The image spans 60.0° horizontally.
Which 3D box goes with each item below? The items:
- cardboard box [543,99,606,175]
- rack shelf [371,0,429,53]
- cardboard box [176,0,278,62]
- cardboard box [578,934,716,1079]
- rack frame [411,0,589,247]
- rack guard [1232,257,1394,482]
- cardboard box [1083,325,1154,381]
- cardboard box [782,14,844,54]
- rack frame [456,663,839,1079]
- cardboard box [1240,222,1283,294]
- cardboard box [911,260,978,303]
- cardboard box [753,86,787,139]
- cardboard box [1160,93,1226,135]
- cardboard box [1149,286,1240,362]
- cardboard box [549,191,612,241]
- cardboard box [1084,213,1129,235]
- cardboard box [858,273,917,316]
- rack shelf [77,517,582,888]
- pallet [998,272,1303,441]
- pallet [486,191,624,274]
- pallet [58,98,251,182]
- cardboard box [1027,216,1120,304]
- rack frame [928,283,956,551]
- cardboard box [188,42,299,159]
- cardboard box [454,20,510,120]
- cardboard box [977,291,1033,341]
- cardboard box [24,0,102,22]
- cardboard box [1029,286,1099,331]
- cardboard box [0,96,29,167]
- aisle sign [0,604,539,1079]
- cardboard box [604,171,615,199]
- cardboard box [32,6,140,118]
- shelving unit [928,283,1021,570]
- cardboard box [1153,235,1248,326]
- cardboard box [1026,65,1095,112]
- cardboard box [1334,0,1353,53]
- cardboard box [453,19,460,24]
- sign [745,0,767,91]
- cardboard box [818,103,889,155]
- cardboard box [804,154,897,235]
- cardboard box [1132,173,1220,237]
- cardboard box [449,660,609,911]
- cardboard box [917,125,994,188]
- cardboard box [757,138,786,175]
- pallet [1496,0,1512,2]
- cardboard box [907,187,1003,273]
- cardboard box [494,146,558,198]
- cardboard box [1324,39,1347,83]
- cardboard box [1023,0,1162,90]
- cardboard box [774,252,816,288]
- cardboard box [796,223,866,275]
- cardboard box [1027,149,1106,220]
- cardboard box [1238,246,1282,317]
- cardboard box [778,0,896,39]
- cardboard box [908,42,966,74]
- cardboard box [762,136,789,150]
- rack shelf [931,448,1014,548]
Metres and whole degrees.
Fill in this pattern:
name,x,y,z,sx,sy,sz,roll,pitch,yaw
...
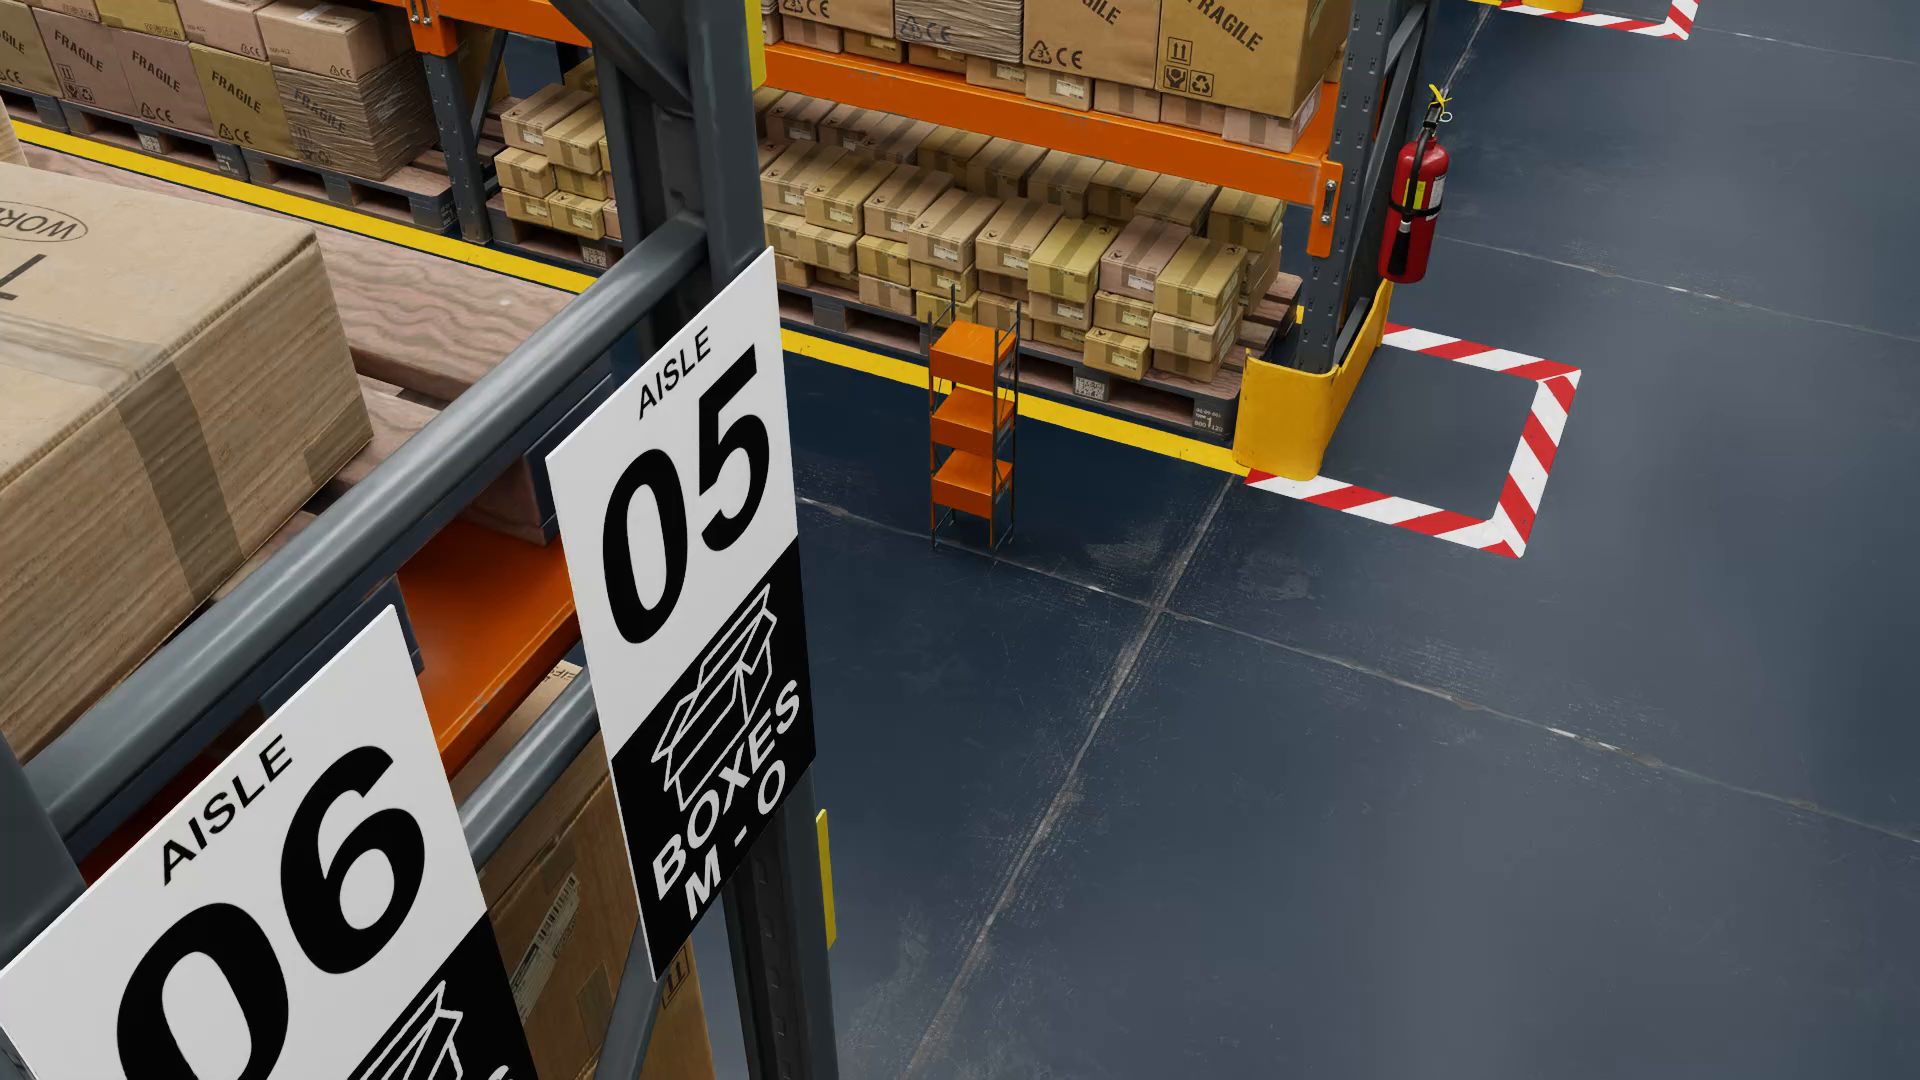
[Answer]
name,x,y,z,sx,sy,sz,roll,pitch,yaw
cardboard box,-1.641,-1.806,7.445,0.250,0.149,0.380,19,44,21
rack shelf,-3.902,-3.112,8.099,4.000,0.370,1.077,17,44,19
cardboard box,-3.332,-2.534,7.898,0.500,0.250,0.500,19,44,21
cardboard box,-0.780,0.903,2.842,0.500,0.500,0.500,17,44,18
rack frame,-2.090,-2.830,7.224,0.127,3.000,1.000,17,44,19
rack guard,1.466,-0.798,6.789,0.348,0.500,1.175,17,44,19
cardboard box,0.694,-0.836,6.781,0.250,0.149,0.380,18,44,20
cardboard box,-0.495,-2.079,6.551,0.250,0.149,0.380,19,44,20
rack frame,-0.466,1.244,2.524,0.127,3.000,1.000,17,44,19
cardboard box,1.169,-1.213,6.988,0.250,0.149,0.380,19,44,20
cardboard box,-0.010,-1.171,6.940,0.250,0.149,0.380,18,44,19
cardboard box,-0.978,-1.962,7.625,0.250,0.149,0.380,18,44,20
cardboard box,0.911,-1.641,6.045,0.250,0.149,0.380,17,44,19
cardboard box,0.936,-0.893,6.618,0.250,0.149,0.380,16,43,18
cardboard box,-1.655,-1.546,7.599,0.250,0.149,0.380,18,44,20
cardboard box,0.685,-1.338,7.132,0.250,0.149,0.380,18,44,19
cardboard box,-0.235,-1.142,7.134,0.250,0.149,0.380,18,44,19
rack shelf,-2.279,-0.171,2.417,4.000,0.370,1.077,17,44,19
pallet,0.745,-0.935,7.168,1.213,0.211,1.003,17,44,19
pallet,-1.466,-1.611,7.947,1.213,0.211,1.003,17,44,19
pallet,-3.906,-2.328,8.774,1.213,0.211,1.003,17,44,19
cardboard box,0.456,-1.124,6.659,0.250,0.149,0.380,16,43,18
rack frame,-0.062,-0.416,5.928,0.008,1.050,0.200,17,44,19
cardboard box,-3.332,-2.241,8.134,0.500,0.500,0.500,16,43,18
cardboard box,-2.647,-2.406,8.323,0.500,0.500,0.500,19,44,20
cardboard box,0.262,-1.021,6.994,0.250,0.149,0.380,17,44,19
cardboard box,-4.290,-2.815,8.223,0.500,0.250,0.500,17,44,19
cardboard box,0.464,-1.035,6.783,0.250,0.149,0.380,15,43,17
cardboard box,-1.355,-0.429,1.959,0.250,0.149,0.380,19,44,20
aisle sign,-0.532,0.466,1.438,0.004,0.787,0.394,17,44,19
cardboard box,-1.393,-1.670,7.516,0.250,0.149,0.380,17,44,18
cardboard box,-4.257,-2.528,8.464,0.500,0.500,0.500,16,43,18
shelving unit,0.048,-0.382,5.889,0.252,1.050,0.215,17,44,19
cardboard box,0.948,-1.024,6.543,0.250,0.149,0.380,17,44,19
cardboard box,0.436,-1.758,6.180,0.250,0.149,0.380,18,44,20
cardboard box,1.245,-2.160,6.149,0.500,0.500,0.500,19,44,21
cardboard box,-2.648,-2.689,8.077,0.500,0.250,0.500,15,43,17
sign,-0.226,-0.577,1.608,0.005,0.325,0.100,17,44,19
cardboard box,-0.444,-1.874,7.524,0.250,0.149,0.380,16,43,17
cardboard box,-0.460,-1.470,7.057,0.250,0.149,0.380,17,44,19
cardboard box,0.903,-1.380,6.954,0.250,0.149,0.380,18,44,19
cardboard box,-0.671,0.321,2.255,0.250,0.149,0.380,18,44,20
cardboard box,0.003,-1.728,7.355,0.250,0.149,0.380,18,44,19
cardboard box,-0.949,-1.588,7.193,0.250,0.149,0.380,18,44,20
pallet,2.966,-3.759,10.426,1.213,0.211,1.003,17,44,19
cardboard box,-0.019,-1.275,6.833,0.250,0.149,0.380,19,44,20
cardboard box,-1.897,-1.733,7.588,0.250,0.149,0.380,19,44,21
cardboard box,1.380,-1.911,6.357,0.250,0.149,0.380,17,44,18
cardboard box,0.554,-1.989,5.952,0.500,0.500,0.500,16,44,18
cardboard box,-0.703,-1.284,7.298,0.250,0.149,0.380,16,43,17
cardboard box,-0.496,-1.313,7.103,0.250,0.149,0.380,17,44,19
cardboard box,0.469,-1.545,7.144,0.250,0.149,0.380,15,43,17
cardboard box,1.196,-1.138,7.129,0.250,0.149,0.380,18,44,19
cardboard box,-0.357,-2.268,6.273,0.500,0.500,0.500,19,44,21
cardboard box,-0.010,-1.959,6.411,0.250,0.149,0.380,15,43,17
cardboard box,-0.744,-1.807,7.673,0.250,0.149,0.380,18,44,20
rack shelf,0.048,-0.164,6.078,0.240,0.259,0.215,17,44,19
